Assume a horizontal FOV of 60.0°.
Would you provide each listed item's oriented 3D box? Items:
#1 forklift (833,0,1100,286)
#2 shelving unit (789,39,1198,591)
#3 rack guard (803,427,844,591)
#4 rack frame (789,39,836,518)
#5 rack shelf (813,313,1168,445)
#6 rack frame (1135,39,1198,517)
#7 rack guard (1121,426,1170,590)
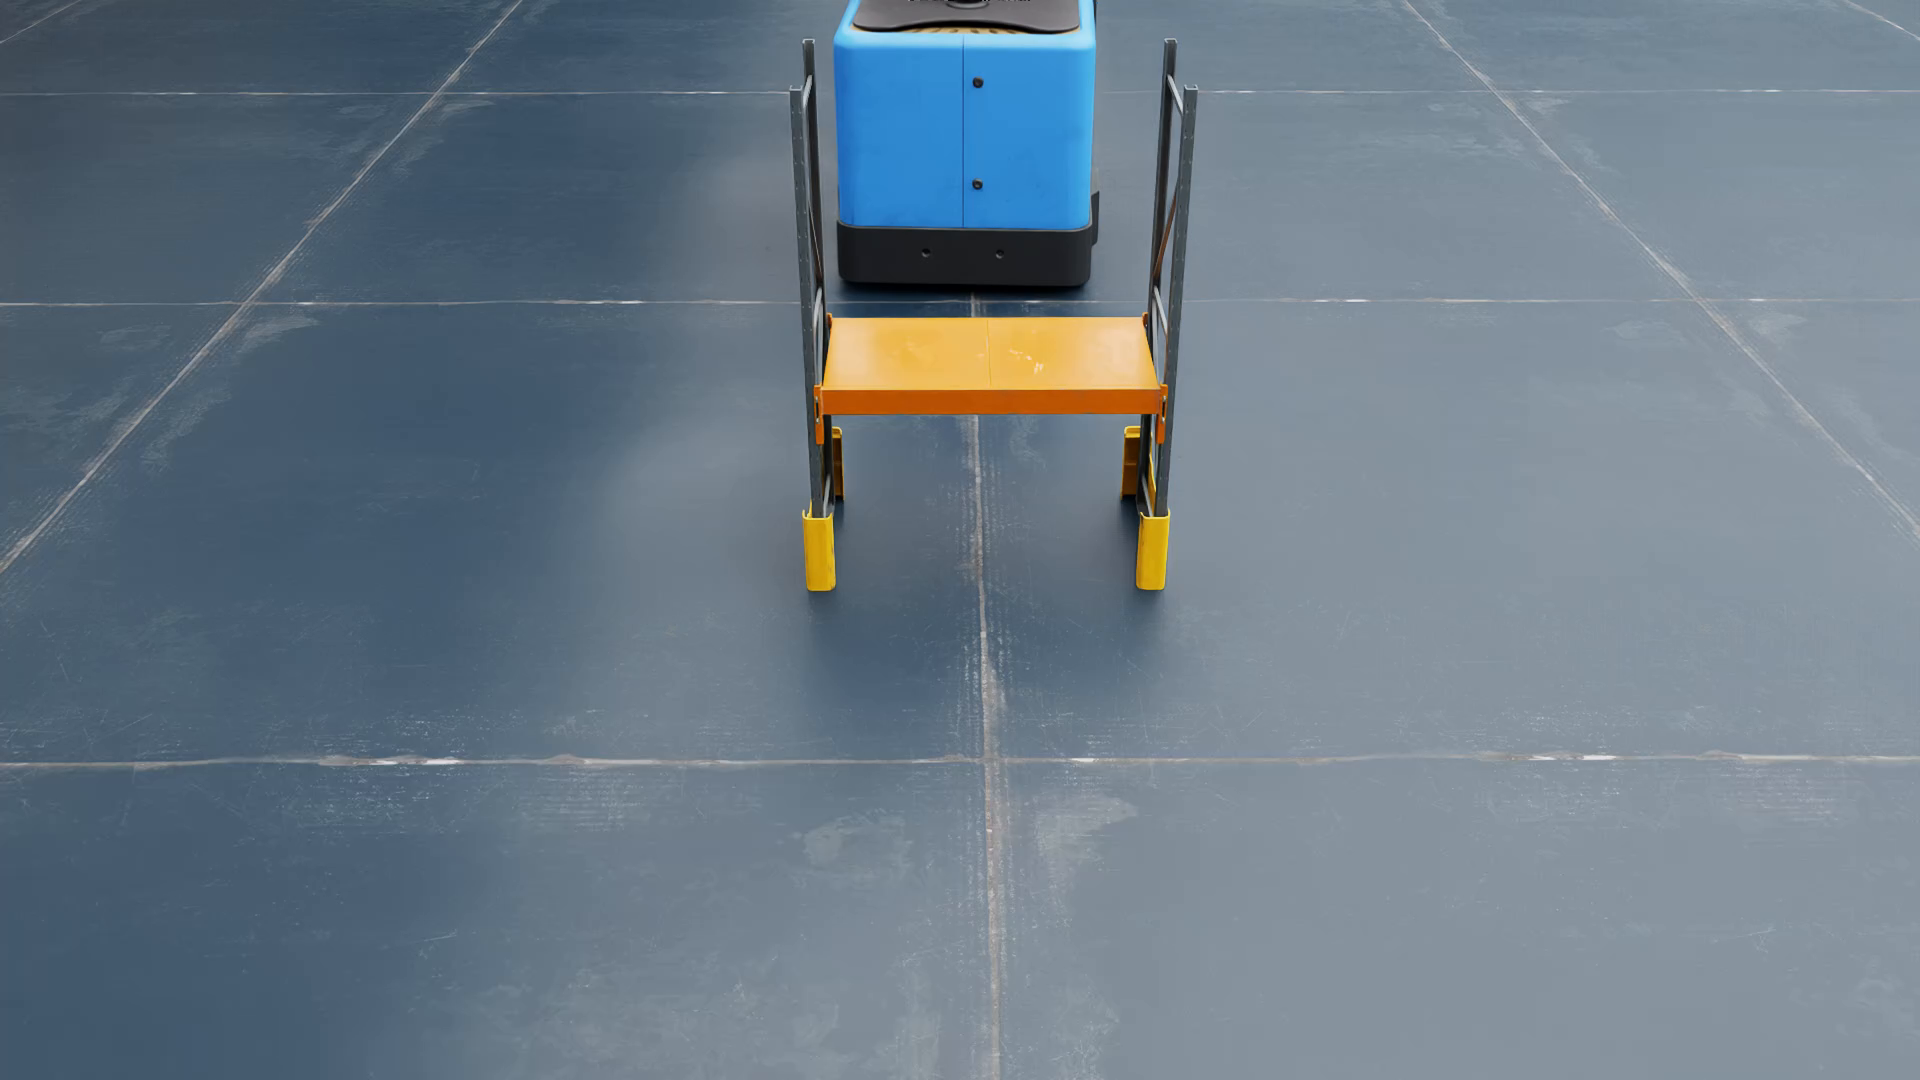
[{"bbox_3d":[0.085,-3.028,7.414,1.130,2.935,3.031,1,31,2],"label":"forklift"},{"bbox_3d":[0.076,-0.641,4.861,1.083,1.500,0.587,0,31,0],"label":"shelving unit"},{"bbox_3d":[-0.422,-0.106,5.183,0.087,0.250,0.587,0,31,0],"label":"rack guard"},{"bbox_3d":[-0.423,-0.640,4.859,0.032,1.500,0.500,0,31,0],"label":"rack frame"},{"bbox_3d":[0.085,-0.488,4.955,1.000,0.185,0.538,0,31,0],"label":"rack shelf"},{"bbox_3d":[0.594,-0.643,4.864,0.032,1.500,0.500,0,31,0],"label":"rack frame"},{"bbox_3d":[0.574,-0.109,5.188,0.087,0.250,0.587,0,31,0],"label":"rack guard"}]
